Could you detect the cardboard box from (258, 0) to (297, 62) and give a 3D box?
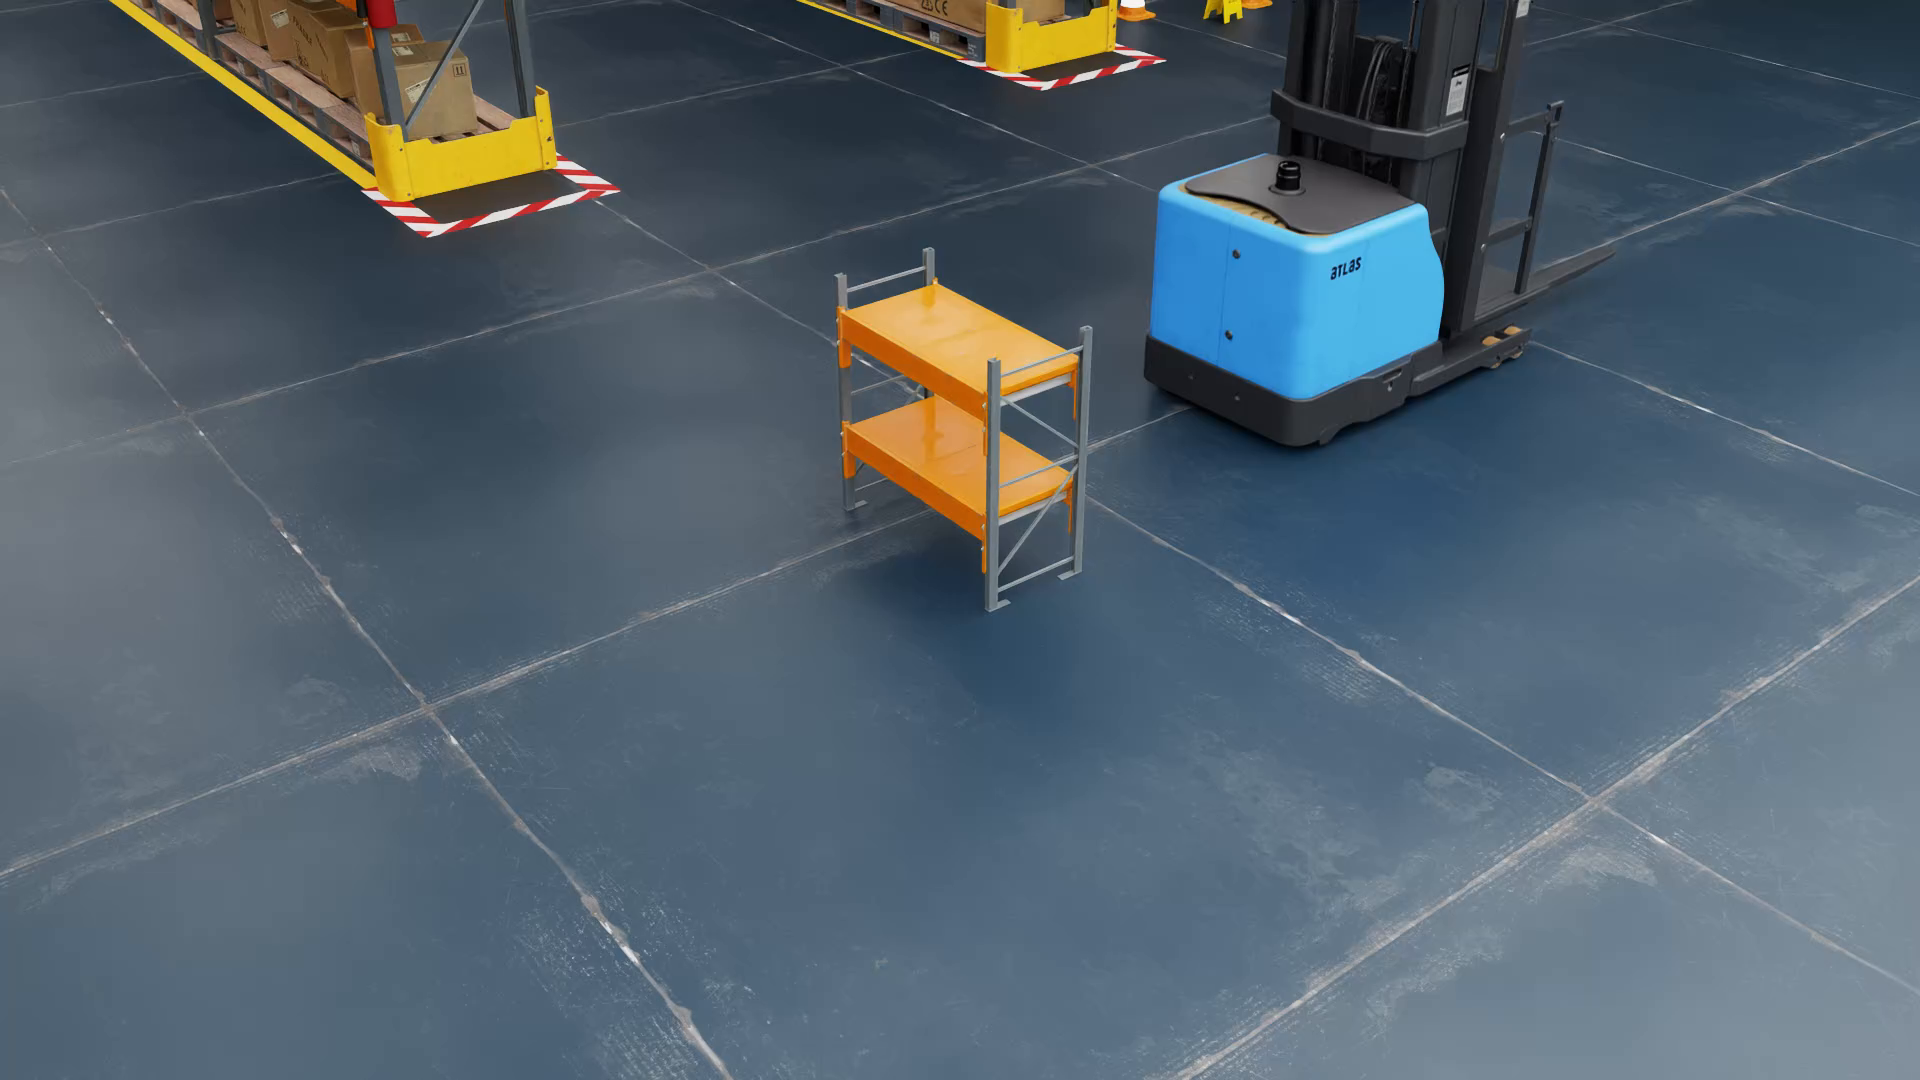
[{"bbox_3d":[-5.129,-4.045,12.892,0.500,0.500,0.500,-11,33,-16],"label":"cardboard box"}]

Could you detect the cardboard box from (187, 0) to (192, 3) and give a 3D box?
[{"bbox_3d":[-6.337,-4.938,14.309,0.700,0.500,0.500,-23,38,-32],"label":"cardboard box"}]

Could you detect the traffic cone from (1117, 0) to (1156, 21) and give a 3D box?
[{"bbox_3d":[1.529,-4.843,14.610,0.336,0.463,0.334,-22,38,-31],"label":"traffic cone"}]

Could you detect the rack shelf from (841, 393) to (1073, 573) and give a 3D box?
[{"bbox_3d":[-0.004,-0.273,7.087,0.538,0.278,1.000,-22,38,-31],"label":"rack shelf"}]

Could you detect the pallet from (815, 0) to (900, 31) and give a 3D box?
[{"bbox_3d":[-0.563,-4.872,14.894,1.003,0.211,1.213,-22,38,-31],"label":"pallet"}]

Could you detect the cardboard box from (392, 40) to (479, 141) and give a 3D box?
[{"bbox_3d":[-3.617,-3.060,11.305,0.500,0.500,0.500,-15,35,-23],"label":"cardboard box"}]

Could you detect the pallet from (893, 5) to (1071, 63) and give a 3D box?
[{"bbox_3d":[0.181,-4.364,14.076,1.003,0.211,1.213,-22,38,-31],"label":"pallet"}]

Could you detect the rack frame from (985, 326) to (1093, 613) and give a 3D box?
[{"bbox_3d":[0.308,-0.269,6.617,0.500,1.125,0.032,-22,38,-31],"label":"rack frame"}]

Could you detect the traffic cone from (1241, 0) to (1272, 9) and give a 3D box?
[{"bbox_3d":[2.630,-5.067,14.970,0.336,0.463,0.334,-22,38,-31],"label":"traffic cone"}]

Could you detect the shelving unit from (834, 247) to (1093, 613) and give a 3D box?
[{"bbox_3d":[-0.004,-0.481,6.958,0.538,1.125,1.048,-22,38,-31],"label":"shelving unit"}]

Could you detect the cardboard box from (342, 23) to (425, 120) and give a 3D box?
[{"bbox_3d":[-4.010,-3.298,11.688,0.500,0.500,0.500,-12,34,-19],"label":"cardboard box"}]

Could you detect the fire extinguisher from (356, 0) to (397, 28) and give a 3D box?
[{"bbox_3d":[-3.541,-3.448,10.032,0.296,0.674,0.183,-22,38,-31],"label":"fire extinguisher"}]

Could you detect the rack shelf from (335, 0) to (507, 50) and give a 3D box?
[{"bbox_3d":[-4.473,-4.206,11.860,1.077,0.370,4.000,-22,38,-31],"label":"rack shelf"}]

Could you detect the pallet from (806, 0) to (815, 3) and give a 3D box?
[{"bbox_3d":[-1.315,-5.381,15.713,1.003,0.211,1.213,-22,38,-31],"label":"pallet"}]

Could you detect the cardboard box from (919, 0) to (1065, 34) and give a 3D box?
[{"bbox_3d":[0.265,-4.777,13.715,0.875,0.875,0.875,-22,38,-31],"label":"cardboard box"}]

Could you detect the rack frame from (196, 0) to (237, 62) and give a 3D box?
[{"bbox_3d":[-5.700,-5.345,13.012,1.000,3.000,0.127,-22,38,-31],"label":"rack frame"}]

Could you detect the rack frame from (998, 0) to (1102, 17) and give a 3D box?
[{"bbox_3d":[0.733,-5.240,12.844,1.000,3.000,0.127,-22,38,-31],"label":"rack frame"}]

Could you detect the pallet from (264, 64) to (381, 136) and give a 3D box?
[{"bbox_3d":[-4.508,-3.383,12.497,1.003,0.211,1.213,-22,38,-31],"label":"pallet"}]

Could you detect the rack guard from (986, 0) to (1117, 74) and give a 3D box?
[{"bbox_3d":[0.748,-4.168,13.488,1.175,0.500,0.348,-22,38,-31],"label":"rack guard"}]

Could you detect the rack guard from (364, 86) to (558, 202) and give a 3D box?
[{"bbox_3d":[-3.294,-2.648,11.039,1.175,0.500,0.348,-22,38,-31],"label":"rack guard"}]

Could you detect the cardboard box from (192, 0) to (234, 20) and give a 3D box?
[{"bbox_3d":[-6.059,-4.733,13.979,0.700,0.500,0.500,-26,40,-35],"label":"cardboard box"}]

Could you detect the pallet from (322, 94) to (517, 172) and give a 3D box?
[{"bbox_3d":[-3.764,-2.875,11.679,1.003,0.211,1.213,-22,38,-31],"label":"pallet"}]

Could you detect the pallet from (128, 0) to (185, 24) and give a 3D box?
[{"bbox_3d":[-6.931,-4.993,15.089,1.003,0.211,1.213,-22,38,-31],"label":"pallet"}]

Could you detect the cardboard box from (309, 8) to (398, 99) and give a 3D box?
[{"bbox_3d":[-4.379,-3.565,12.118,0.500,0.500,0.500,-19,36,-27],"label":"cardboard box"}]

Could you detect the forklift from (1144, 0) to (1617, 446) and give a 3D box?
[{"bbox_3d":[2.384,-2.329,8.222,3.031,2.935,1.130,-24,39,-33],"label":"forklift"}]

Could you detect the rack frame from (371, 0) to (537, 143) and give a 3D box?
[{"bbox_3d":[-3.247,-3.678,10.328,1.000,3.000,0.127,-22,38,-31],"label":"rack frame"}]

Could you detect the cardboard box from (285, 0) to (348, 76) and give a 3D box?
[{"bbox_3d":[-4.686,-3.812,12.516,0.500,0.500,0.500,-26,40,-35],"label":"cardboard box"}]

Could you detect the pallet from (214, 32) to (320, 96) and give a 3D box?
[{"bbox_3d":[-5.260,-3.892,13.316,1.003,0.211,1.213,-22,38,-31],"label":"pallet"}]

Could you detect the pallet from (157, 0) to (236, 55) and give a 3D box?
[{"bbox_3d":[-6.178,-4.484,14.270,1.003,0.211,1.213,-22,38,-31],"label":"pallet"}]

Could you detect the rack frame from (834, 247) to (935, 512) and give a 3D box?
[{"bbox_3d":[-0.316,-0.693,7.299,0.500,1.125,0.032,-22,38,-31],"label":"rack frame"}]

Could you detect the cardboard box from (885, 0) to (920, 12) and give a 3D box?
[{"bbox_3d":[-0.276,-5.143,14.304,0.875,0.875,0.875,-23,39,-32],"label":"cardboard box"}]

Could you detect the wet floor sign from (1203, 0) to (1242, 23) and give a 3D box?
[{"bbox_3d":[2.315,-4.869,14.477,0.232,0.644,0.267,26,40,35],"label":"wet floor sign"}]

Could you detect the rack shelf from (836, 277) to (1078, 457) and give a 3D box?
[{"bbox_3d":[-0.004,-0.729,6.803,0.538,0.278,1.000,-22,38,-31],"label":"rack shelf"}]

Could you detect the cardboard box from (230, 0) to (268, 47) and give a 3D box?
[{"bbox_3d":[-5.486,-4.282,13.272,0.500,0.500,0.500,-24,39,-33],"label":"cardboard box"}]
